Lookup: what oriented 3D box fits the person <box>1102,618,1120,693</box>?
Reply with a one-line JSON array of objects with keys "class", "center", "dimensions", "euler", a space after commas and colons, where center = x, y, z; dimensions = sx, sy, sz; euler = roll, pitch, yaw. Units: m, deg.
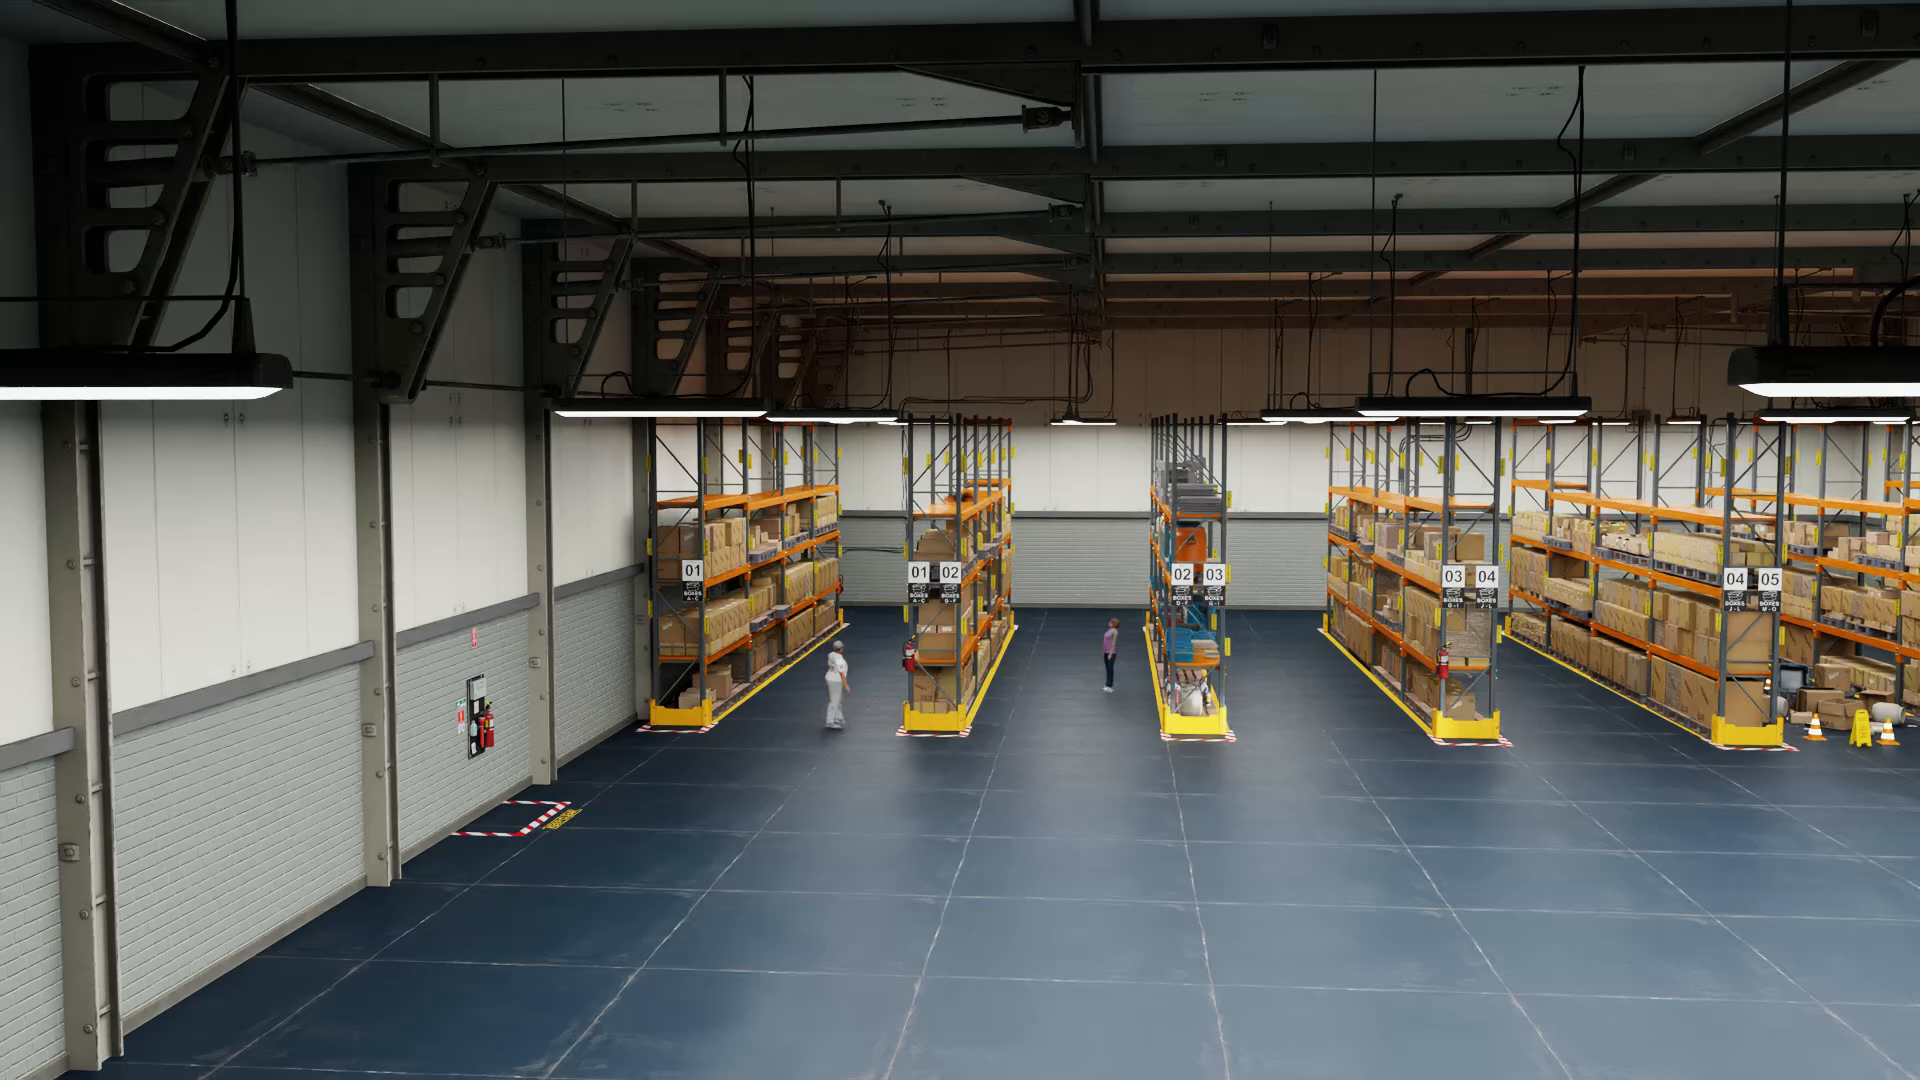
[{"class": "person", "center": [3.214, 2.503, 36.310], "dimensions": [0.512, 1.598, 0.465], "euler": [-2, 5, -32]}]

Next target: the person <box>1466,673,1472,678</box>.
[{"class": "person", "center": [11.738, 2.323, 38.184], "dimensions": [0.421, 1.637, 0.995], "euler": [0, 4, 3]}]

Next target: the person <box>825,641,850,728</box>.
[{"class": "person", "center": [-2.358, 2.762, 31.946], "dimensions": [0.528, 1.688, 0.673], "euler": [-1, 4, -14]}]
